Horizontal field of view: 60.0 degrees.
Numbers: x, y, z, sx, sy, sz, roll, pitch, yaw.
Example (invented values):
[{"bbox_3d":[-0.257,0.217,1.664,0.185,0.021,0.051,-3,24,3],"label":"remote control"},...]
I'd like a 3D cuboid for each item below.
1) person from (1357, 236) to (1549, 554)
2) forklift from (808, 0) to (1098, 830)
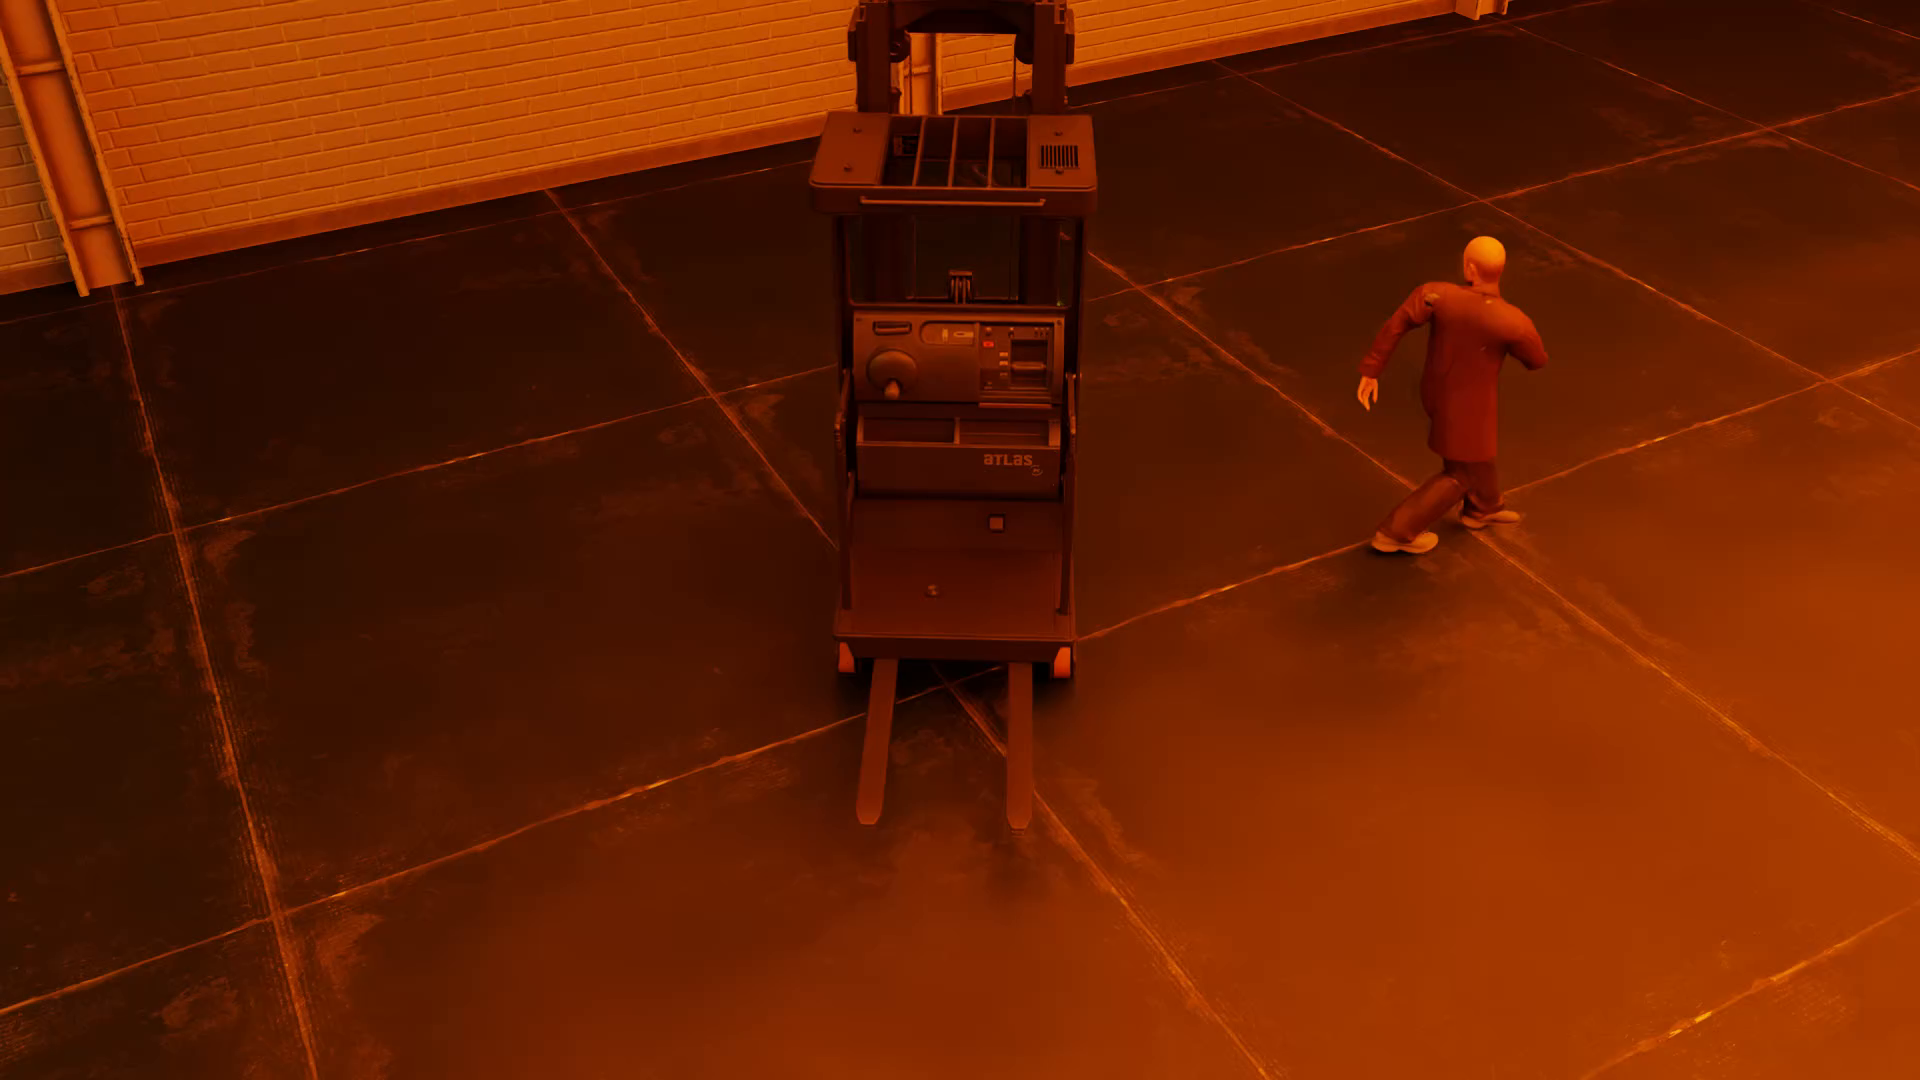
[{"bbox_3d":[2.496,-0.710,8.235,1.021,1.721,0.606,-16,38,-22],"label":"person"},{"bbox_3d":[-0.012,-0.740,7.171,1.130,2.935,3.031,1,35,2],"label":"forklift"}]
